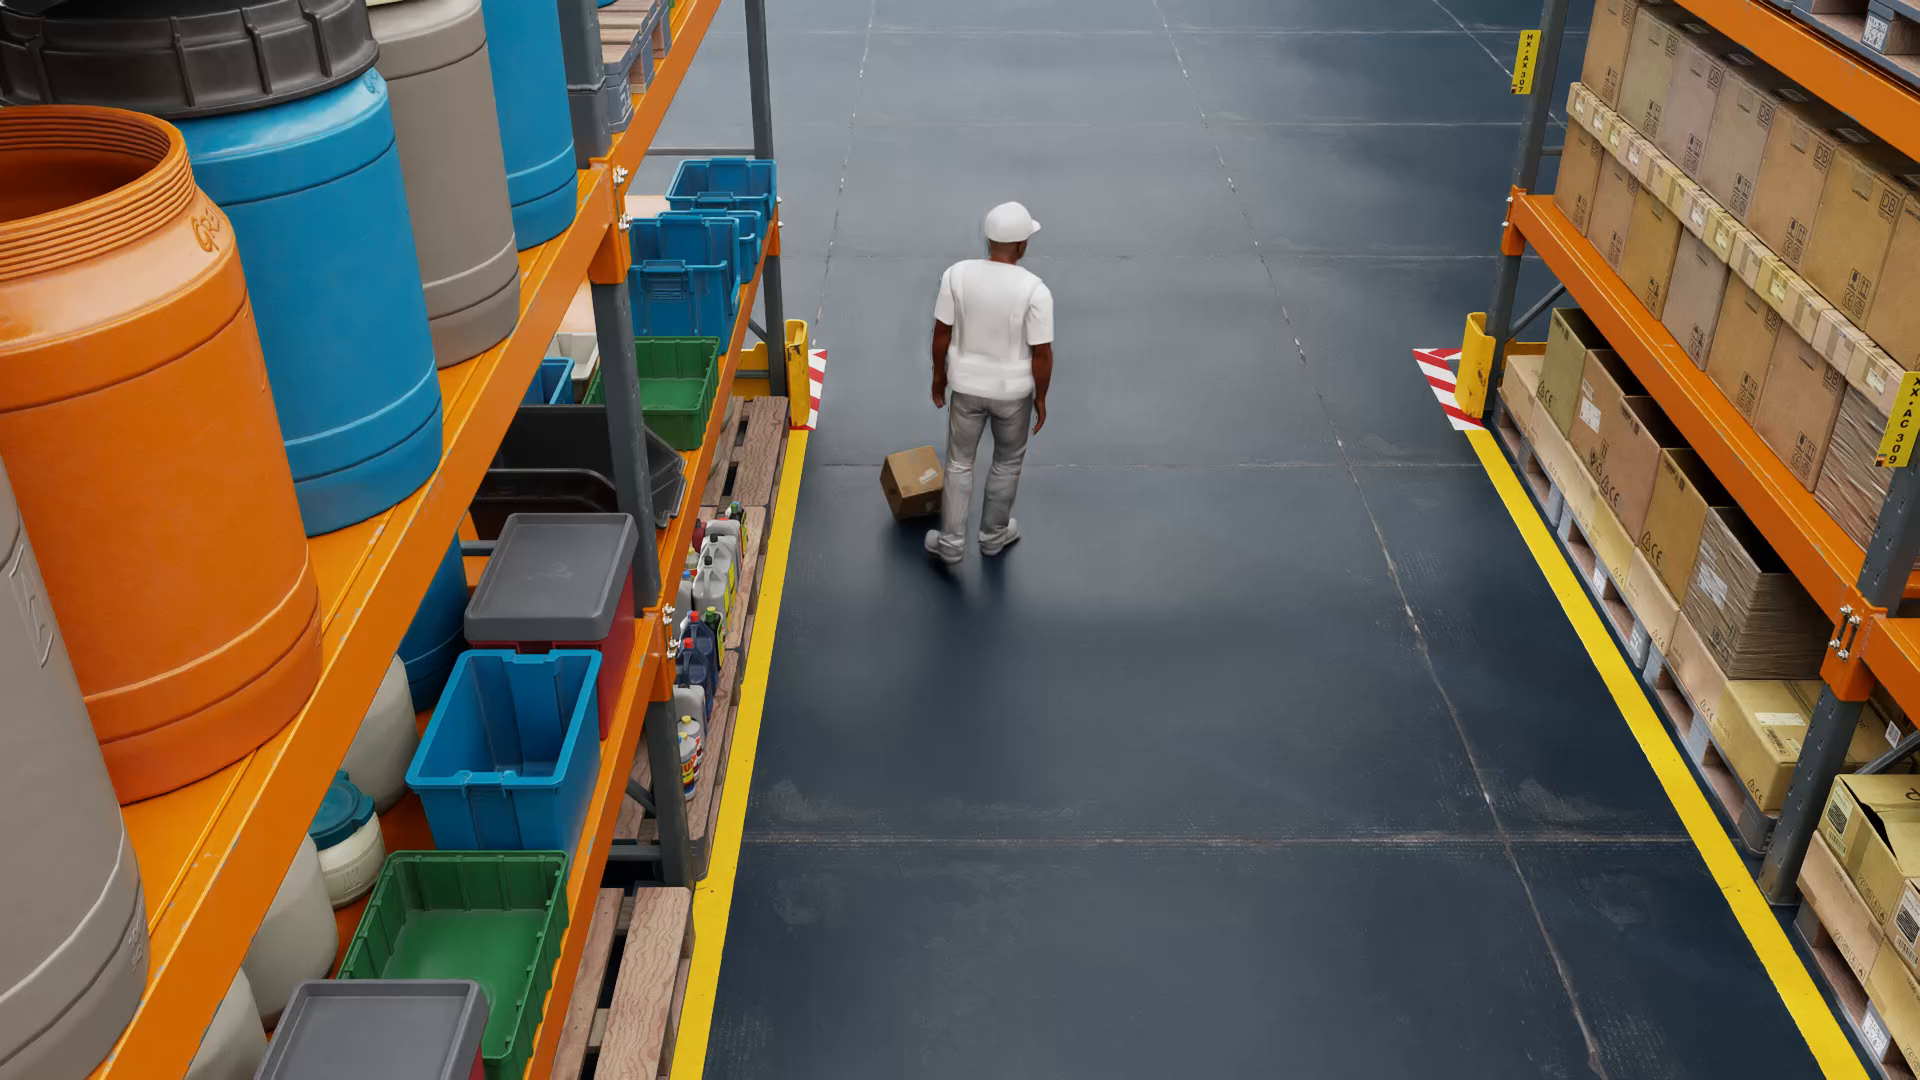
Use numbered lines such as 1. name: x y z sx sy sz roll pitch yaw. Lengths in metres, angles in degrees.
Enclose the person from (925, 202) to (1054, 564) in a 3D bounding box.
1. person: 0.132 -0.688 7.746 0.600 1.755 0.581 10 33 16
